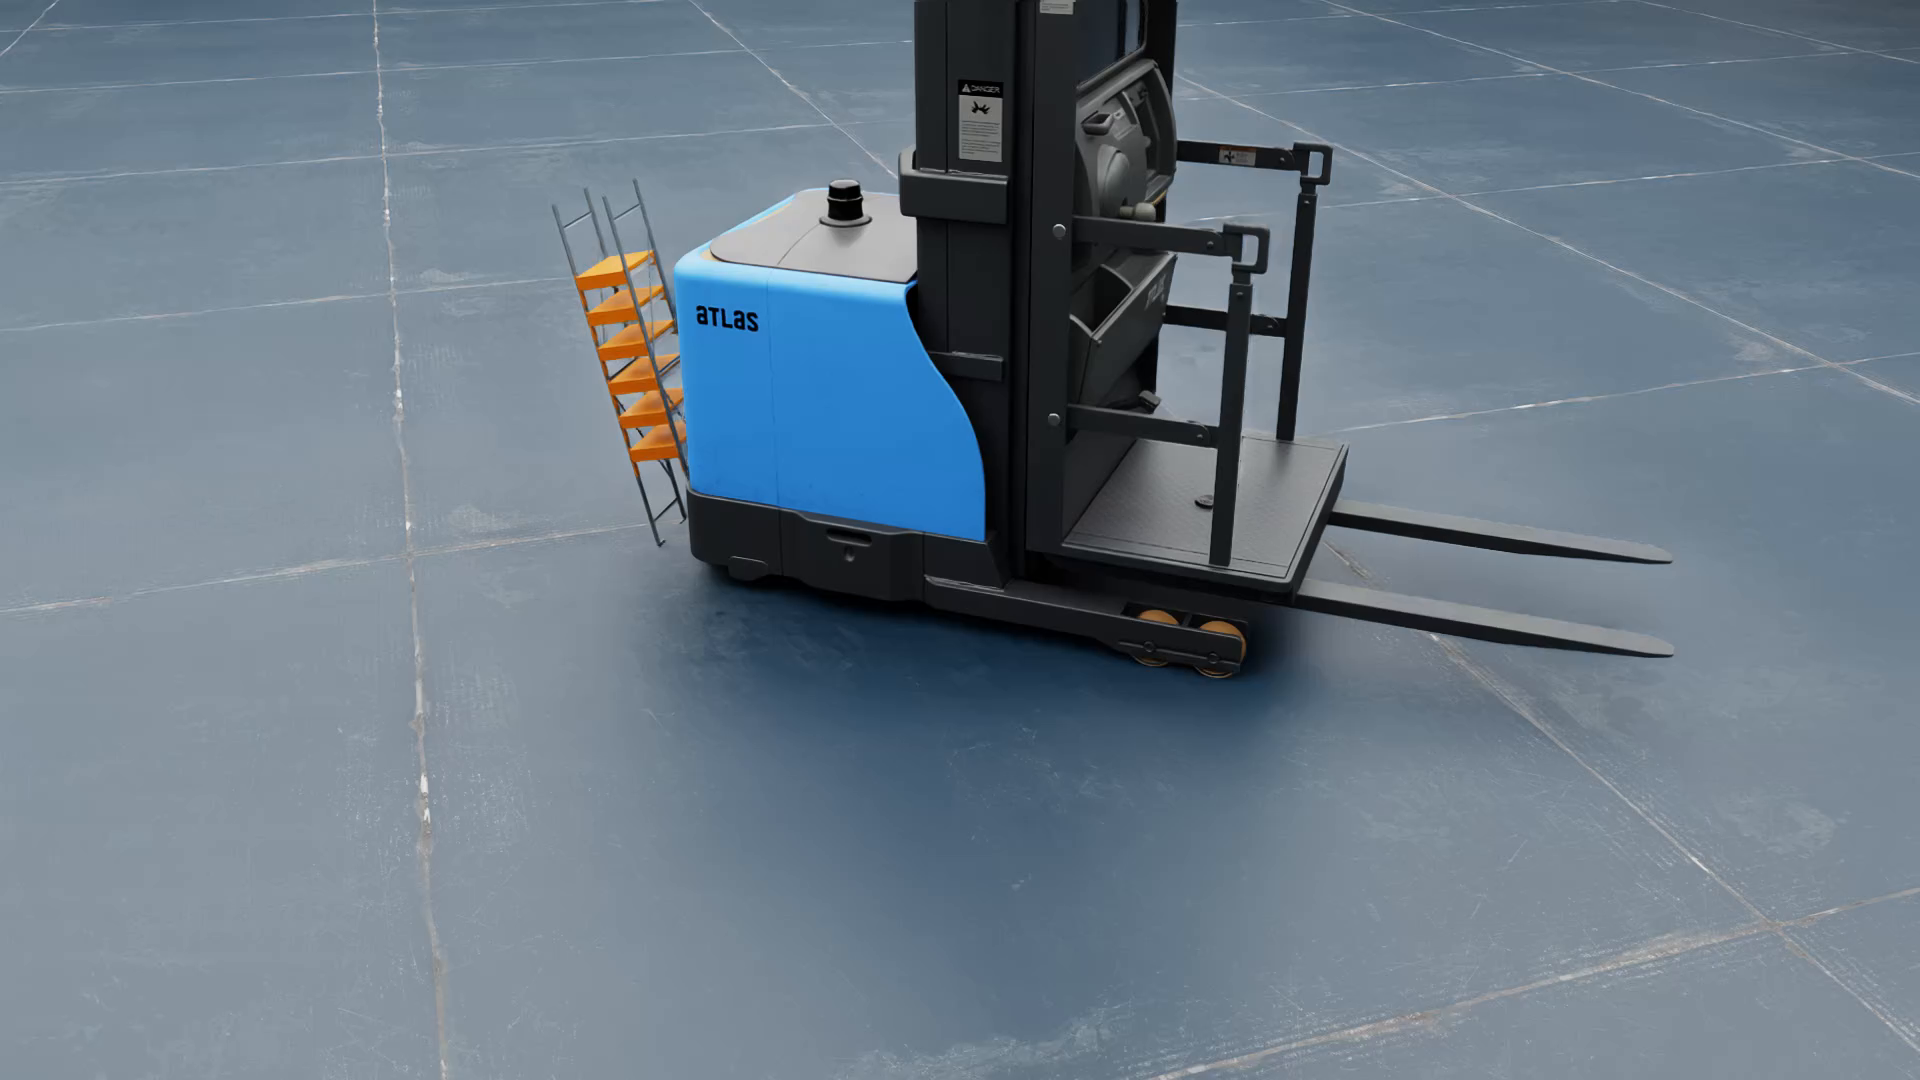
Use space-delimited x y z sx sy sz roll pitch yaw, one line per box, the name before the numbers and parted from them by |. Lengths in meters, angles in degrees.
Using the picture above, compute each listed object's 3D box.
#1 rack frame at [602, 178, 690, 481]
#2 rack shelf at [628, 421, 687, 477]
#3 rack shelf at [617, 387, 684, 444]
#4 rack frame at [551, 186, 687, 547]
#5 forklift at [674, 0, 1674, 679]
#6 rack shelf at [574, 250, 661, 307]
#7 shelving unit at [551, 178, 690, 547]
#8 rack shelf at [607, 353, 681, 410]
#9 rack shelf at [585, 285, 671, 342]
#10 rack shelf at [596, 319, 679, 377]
rack frame | -0.957 -0.582 5.514 0.006 1.200 0.240 -5 24 19
rack shelf | -0.983 -0.319 5.653 0.180 0.103 0.258 -5 24 19
rack shelf | -1.008 -0.427 5.607 0.180 0.103 0.258 -5 24 19
rack frame | -1.129 -0.567 5.573 0.006 1.200 0.240 -5 24 19
forklift | 0.678 -1.170 4.811 3.031 2.935 1.130 10 28 19
rack shelf | -1.109 -0.859 5.422 0.180 0.103 0.258 -5 24 19
shelving unit | -1.043 -0.575 5.543 0.189 1.200 0.258 -5 24 19
rack shelf | -1.034 -0.535 5.561 0.180 0.103 0.258 -5 24 19
rack shelf | -1.084 -0.751 5.468 0.180 0.103 0.258 -5 24 19
rack shelf | -1.059 -0.643 5.514 0.180 0.103 0.258 -5 24 19
